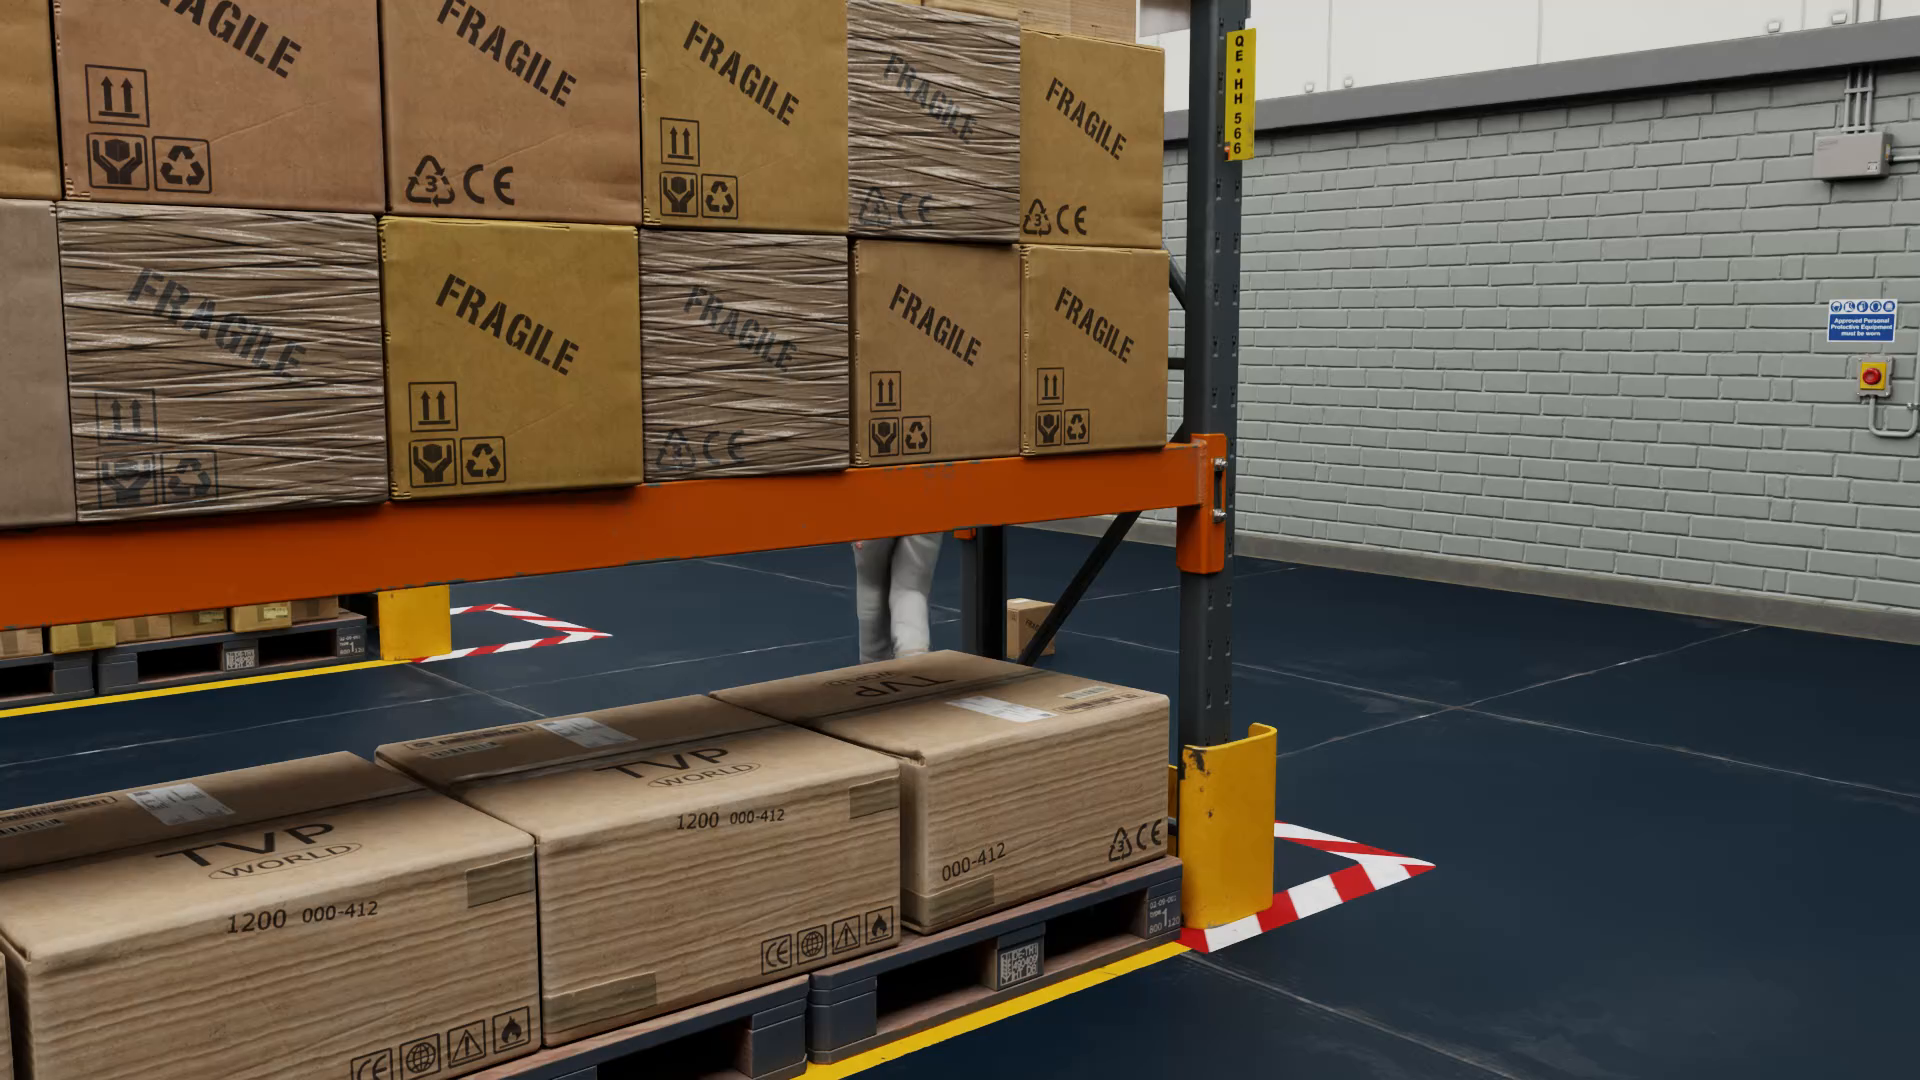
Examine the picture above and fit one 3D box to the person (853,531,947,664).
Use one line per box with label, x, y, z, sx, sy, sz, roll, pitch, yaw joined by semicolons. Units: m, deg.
person;-0.205;-0.158;6.960;0.576;1.724;0.893;-2;8;-12
